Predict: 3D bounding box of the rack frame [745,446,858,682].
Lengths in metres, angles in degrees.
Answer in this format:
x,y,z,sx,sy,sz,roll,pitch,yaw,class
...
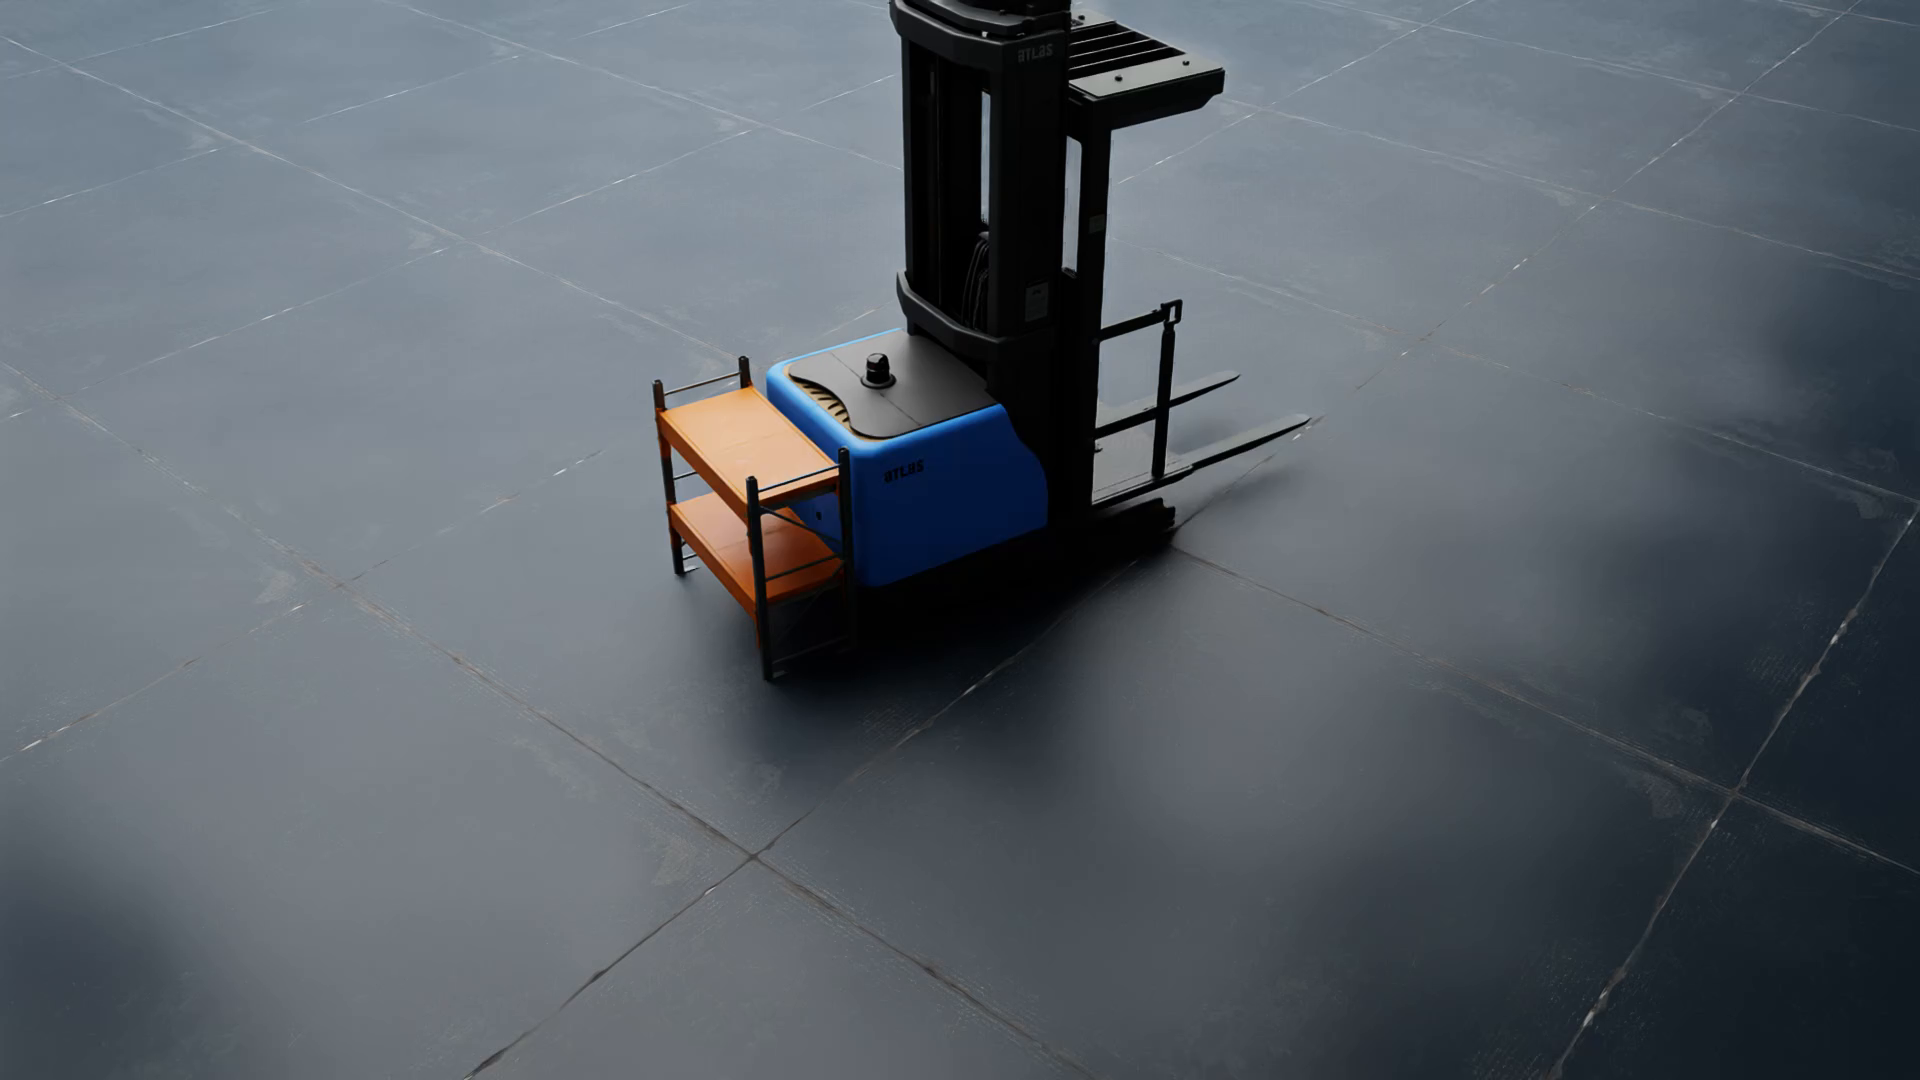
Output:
x,y,z,sx,sy,sz,roll,pitch,yaw,class
-0.715,0.125,7.657,0.500,1.125,0.032,-20,39,-26,rack frame

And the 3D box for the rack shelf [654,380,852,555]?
x,y,z,sx,sy,sz,roll,pitch,yaw,class
-0.985,-0.360,7.846,0.538,0.278,1.000,-20,39,-26,rack shelf

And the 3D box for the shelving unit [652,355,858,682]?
x,y,z,sx,sy,sz,roll,pitch,yaw,class
-0.985,-0.119,8.012,0.538,1.125,1.048,-20,39,-26,shelving unit

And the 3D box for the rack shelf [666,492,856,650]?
x,y,z,sx,sy,sz,roll,pitch,yaw,class
-0.985,0.082,8.150,0.538,0.278,1.000,-20,39,-26,rack shelf

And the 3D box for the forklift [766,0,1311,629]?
x,y,z,sx,sy,sz,roll,pitch,yaw,class
0.543,-1.407,8.293,3.031,2.935,1.130,-20,39,-27,forklift

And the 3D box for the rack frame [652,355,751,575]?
x,y,z,sx,sy,sz,roll,pitch,yaw,class
-1.255,-0.363,8.367,0.500,1.125,0.032,-20,39,-26,rack frame
